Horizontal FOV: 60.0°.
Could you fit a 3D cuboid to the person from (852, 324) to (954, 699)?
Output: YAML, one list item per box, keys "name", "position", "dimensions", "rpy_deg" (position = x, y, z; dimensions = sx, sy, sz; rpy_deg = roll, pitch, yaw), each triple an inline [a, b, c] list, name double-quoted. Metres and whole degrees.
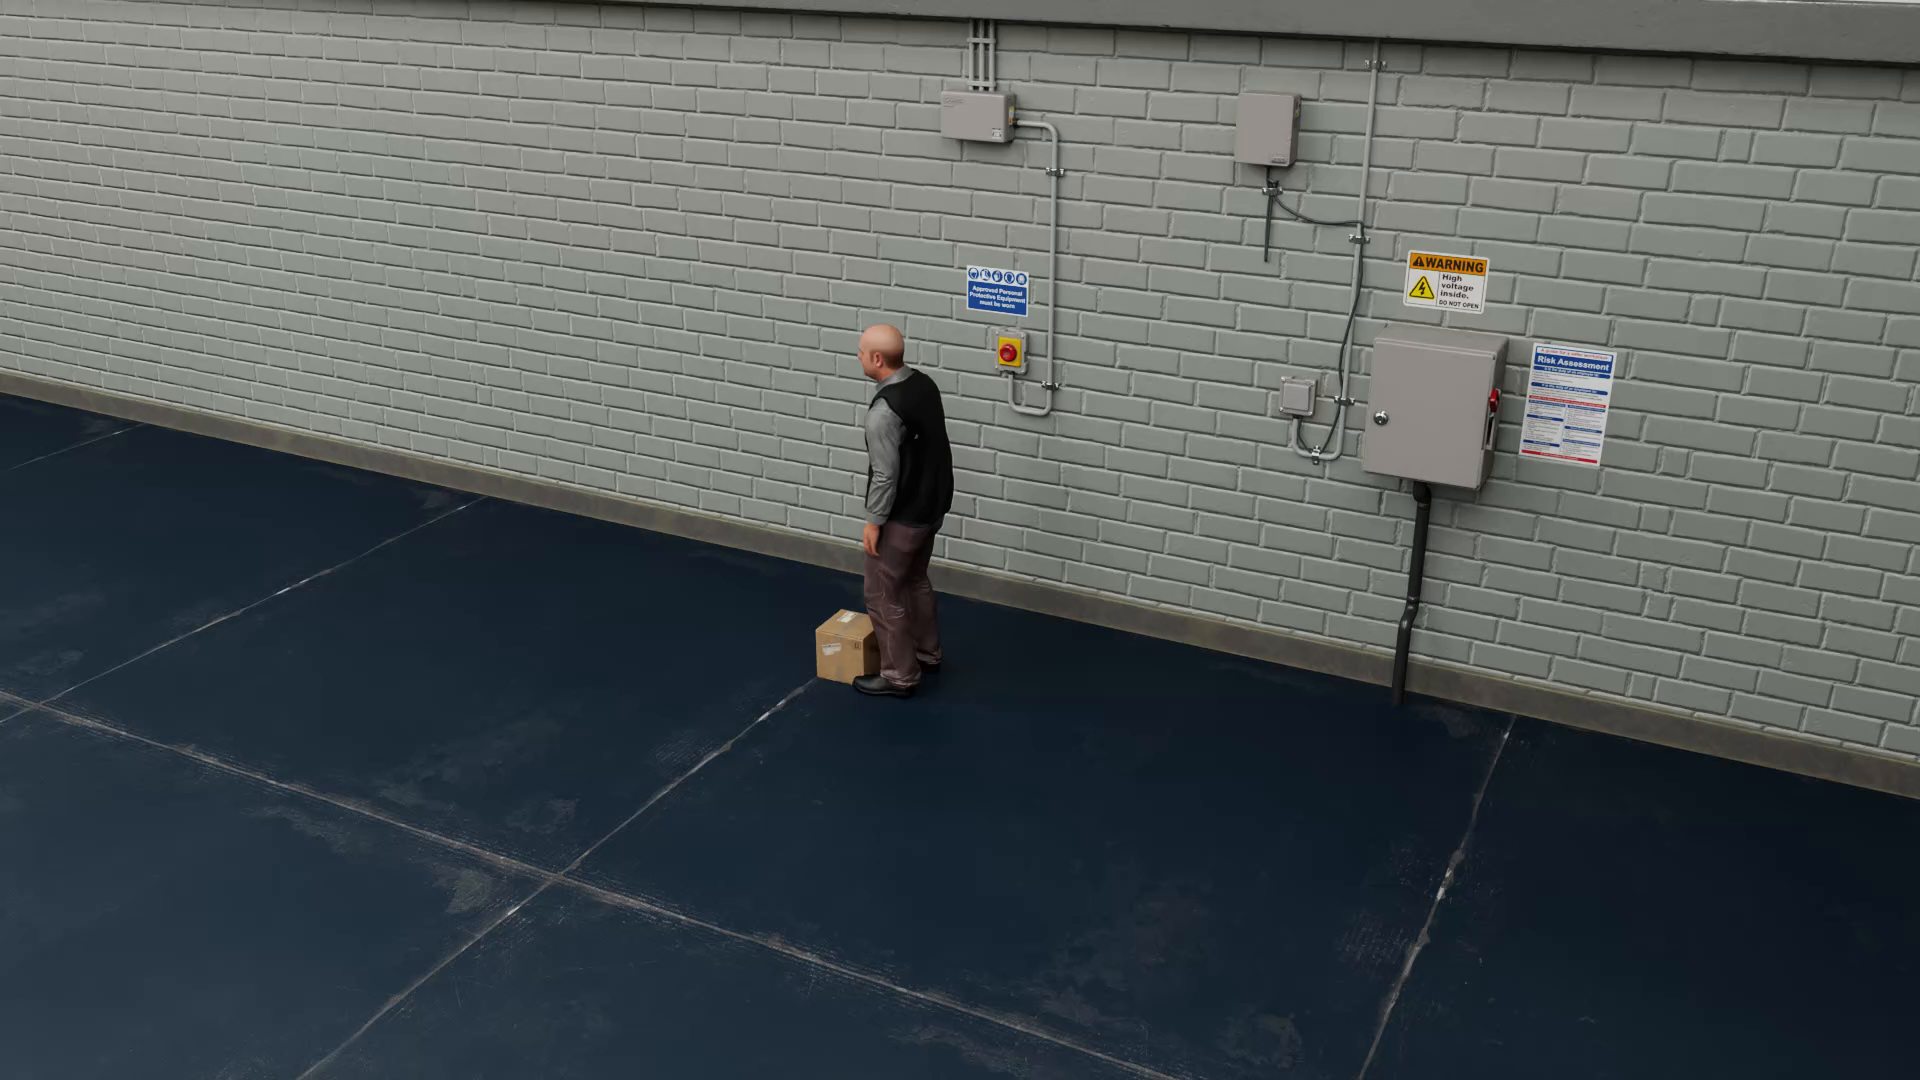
- name: "person"
  position: [-0.251, -0.124, 7.425]
  dimensions: [0.423, 1.720, 0.586]
  rpy_deg: [9, 24, 22]
